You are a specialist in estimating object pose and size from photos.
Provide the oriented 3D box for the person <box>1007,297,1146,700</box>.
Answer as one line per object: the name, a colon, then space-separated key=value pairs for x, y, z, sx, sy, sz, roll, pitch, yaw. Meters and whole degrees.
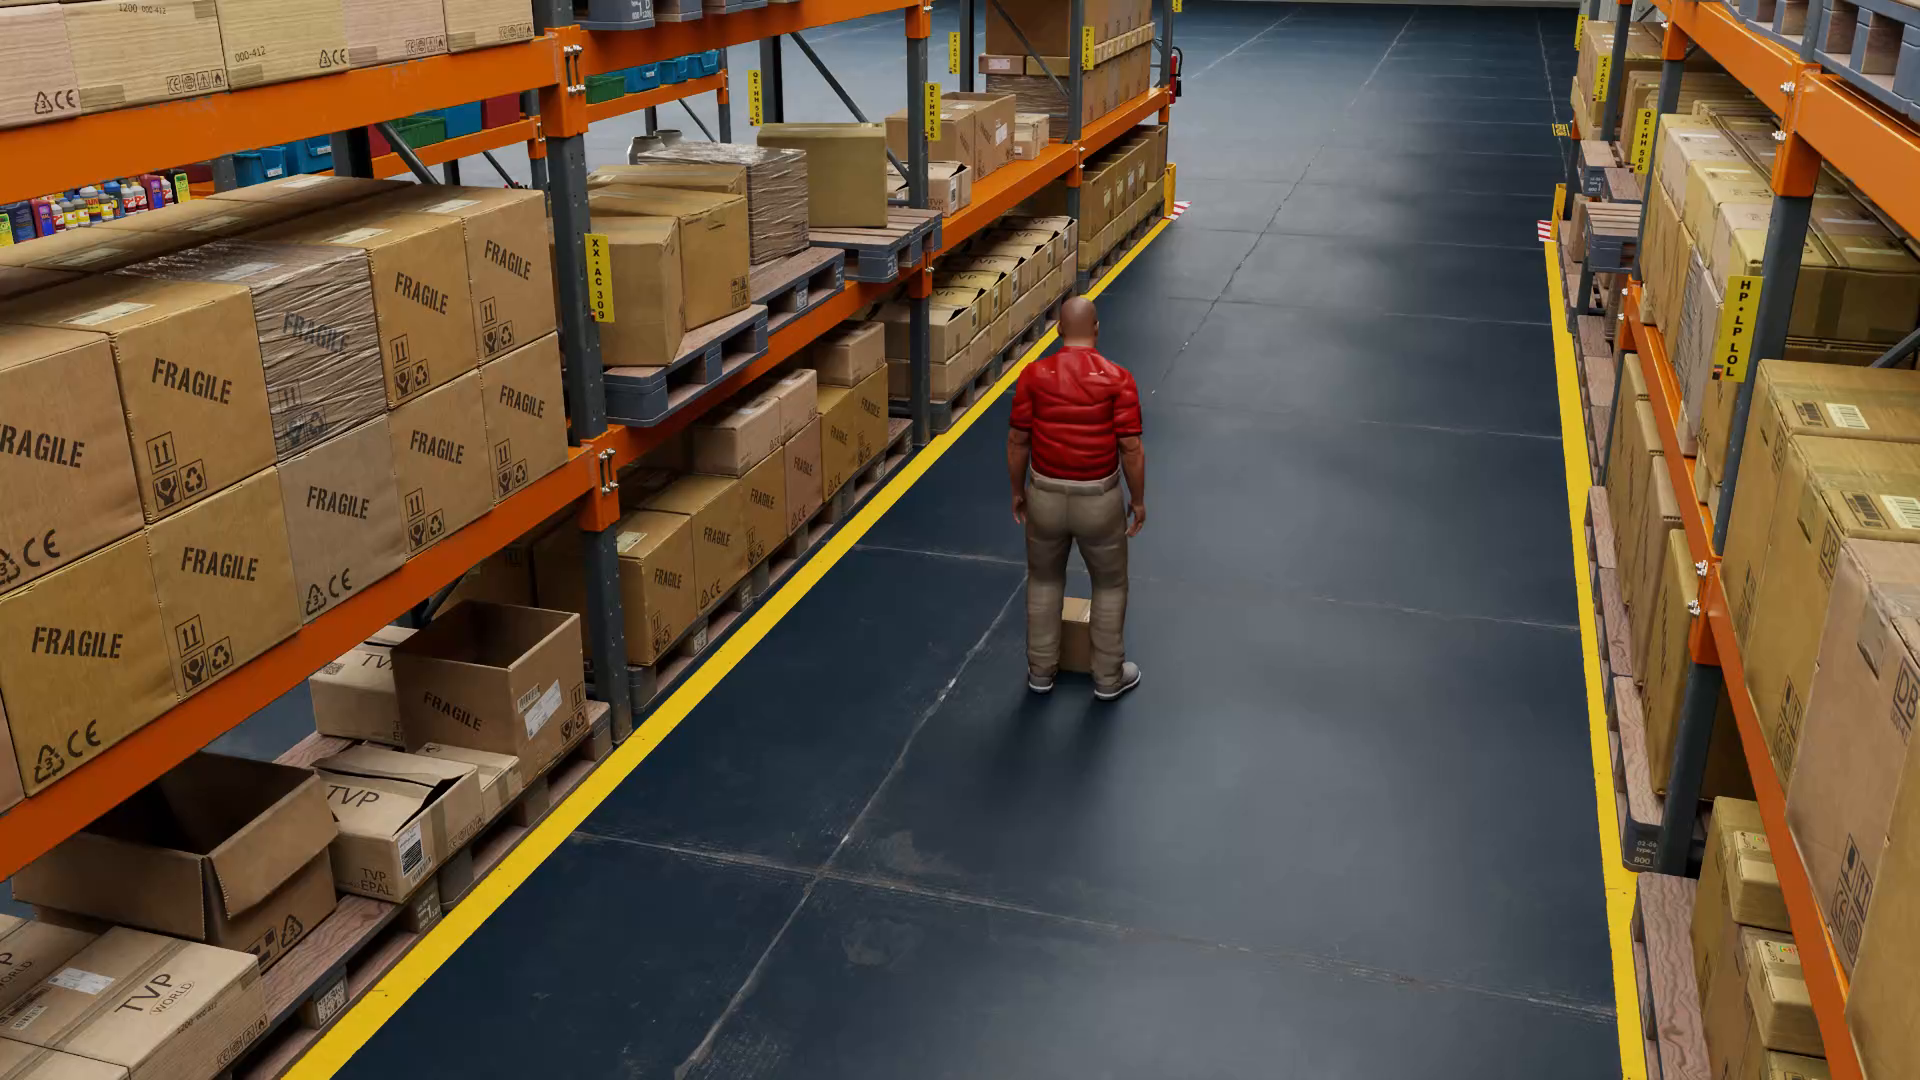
person: x=0.491 y=-0.162 z=7.012 sx=0.584 sy=1.726 sz=0.391 roll=6 pitch=23 yaw=14
